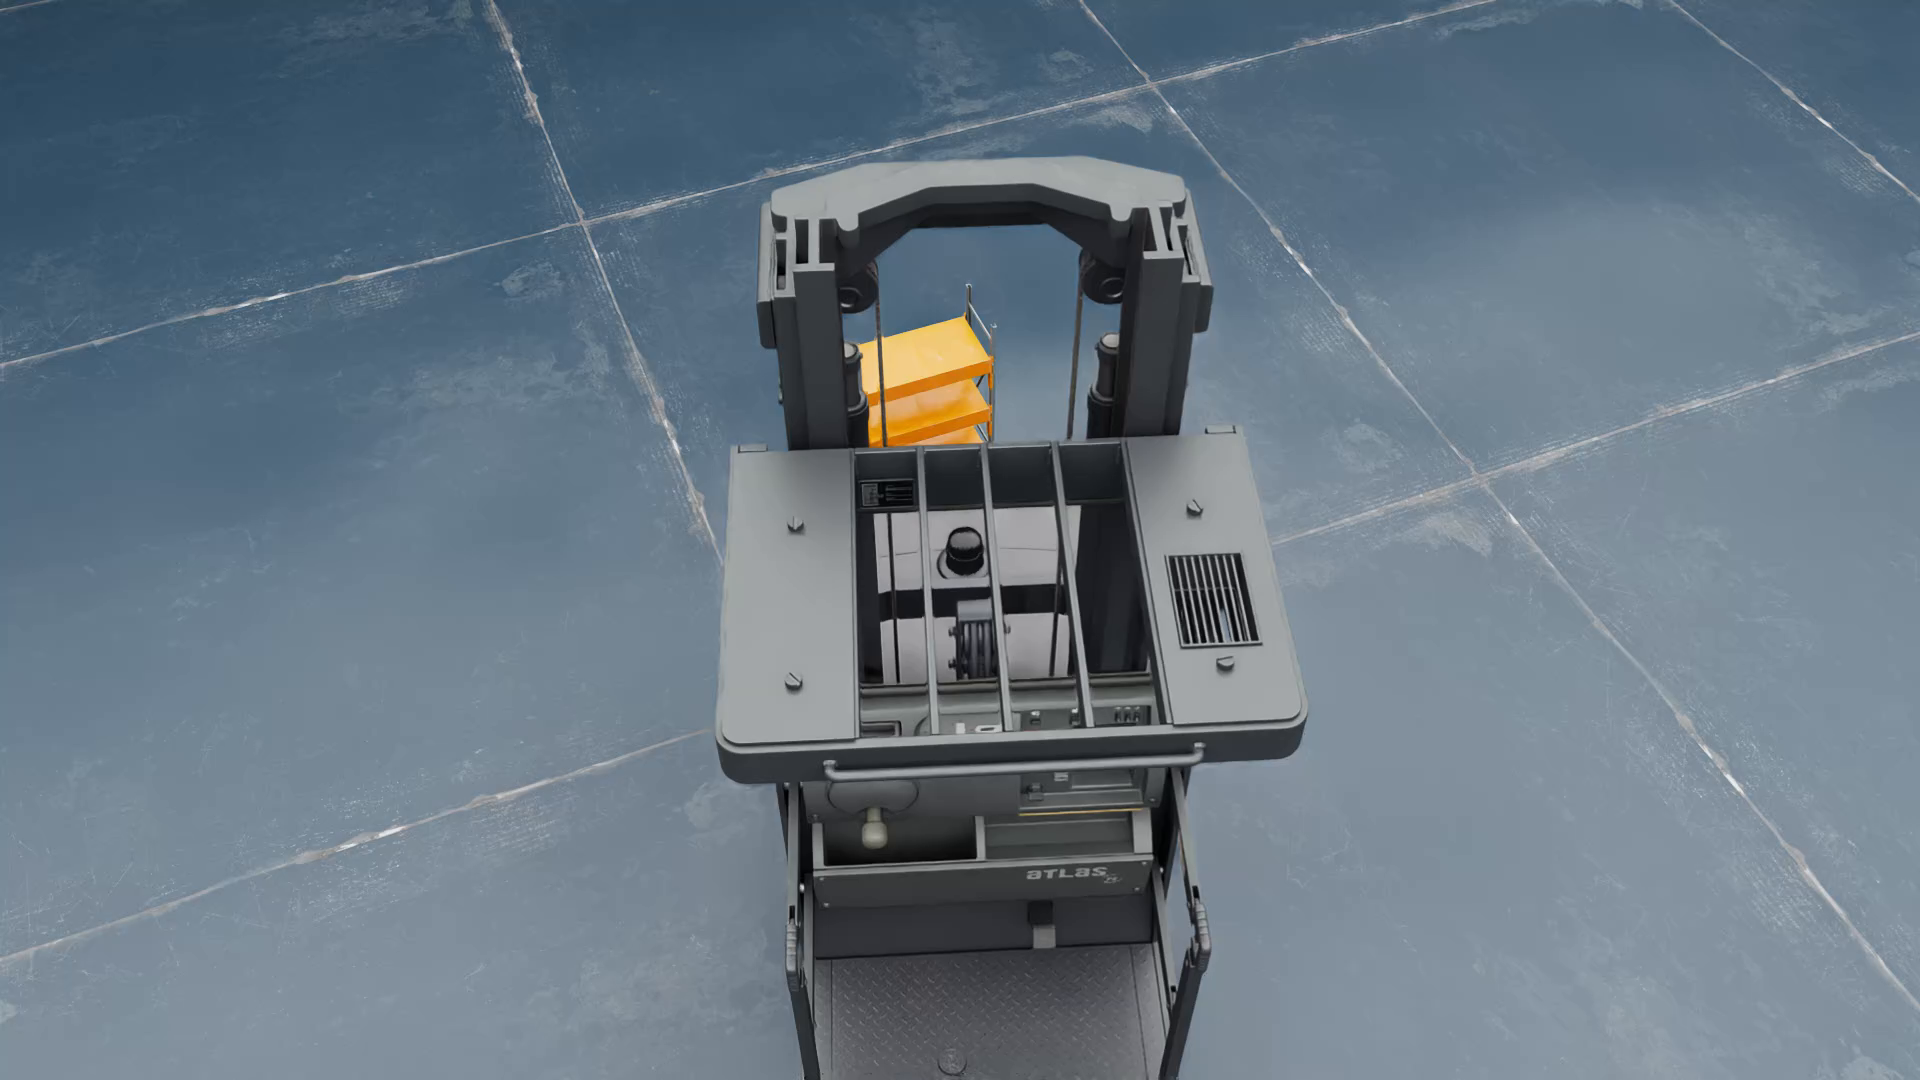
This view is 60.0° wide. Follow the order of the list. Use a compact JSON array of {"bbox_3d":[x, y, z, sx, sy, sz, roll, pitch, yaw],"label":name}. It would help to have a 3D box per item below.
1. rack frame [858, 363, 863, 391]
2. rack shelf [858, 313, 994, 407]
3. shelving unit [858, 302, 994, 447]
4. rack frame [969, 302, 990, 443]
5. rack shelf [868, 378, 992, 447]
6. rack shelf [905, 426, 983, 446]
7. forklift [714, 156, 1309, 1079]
[{"bbox_3d":[-0.379,-0.273,6.035,0.015,1.200,0.240,-17,52,-14],"label":"rack frame"},{"bbox_3d":[-0.153,-0.599,5.797,0.480,0.148,0.258,-17,52,-14],"label":"rack shelf"},{"bbox_3d":[-0.155,-0.343,6.094,0.499,1.200,0.258,-17,52,-14],"label":"shelving unit"},{"bbox_3d":[0.072,-0.414,6.155,0.006,1.046,0.228,-17,52,-14],"label":"rack frame"},{"bbox_3d":[-0.153,-0.445,5.976,0.480,0.148,0.258,-17,52,-14],"label":"rack shelf"},{"bbox_3d":[-0.153,-0.300,6.146,0.480,0.148,0.258,-17,52,-14],"label":"rack shelf"},{"bbox_3d":[0.071,0.680,4.075,1.121,2.935,3.031,-2,49,-2],"label":"forklift"}]
